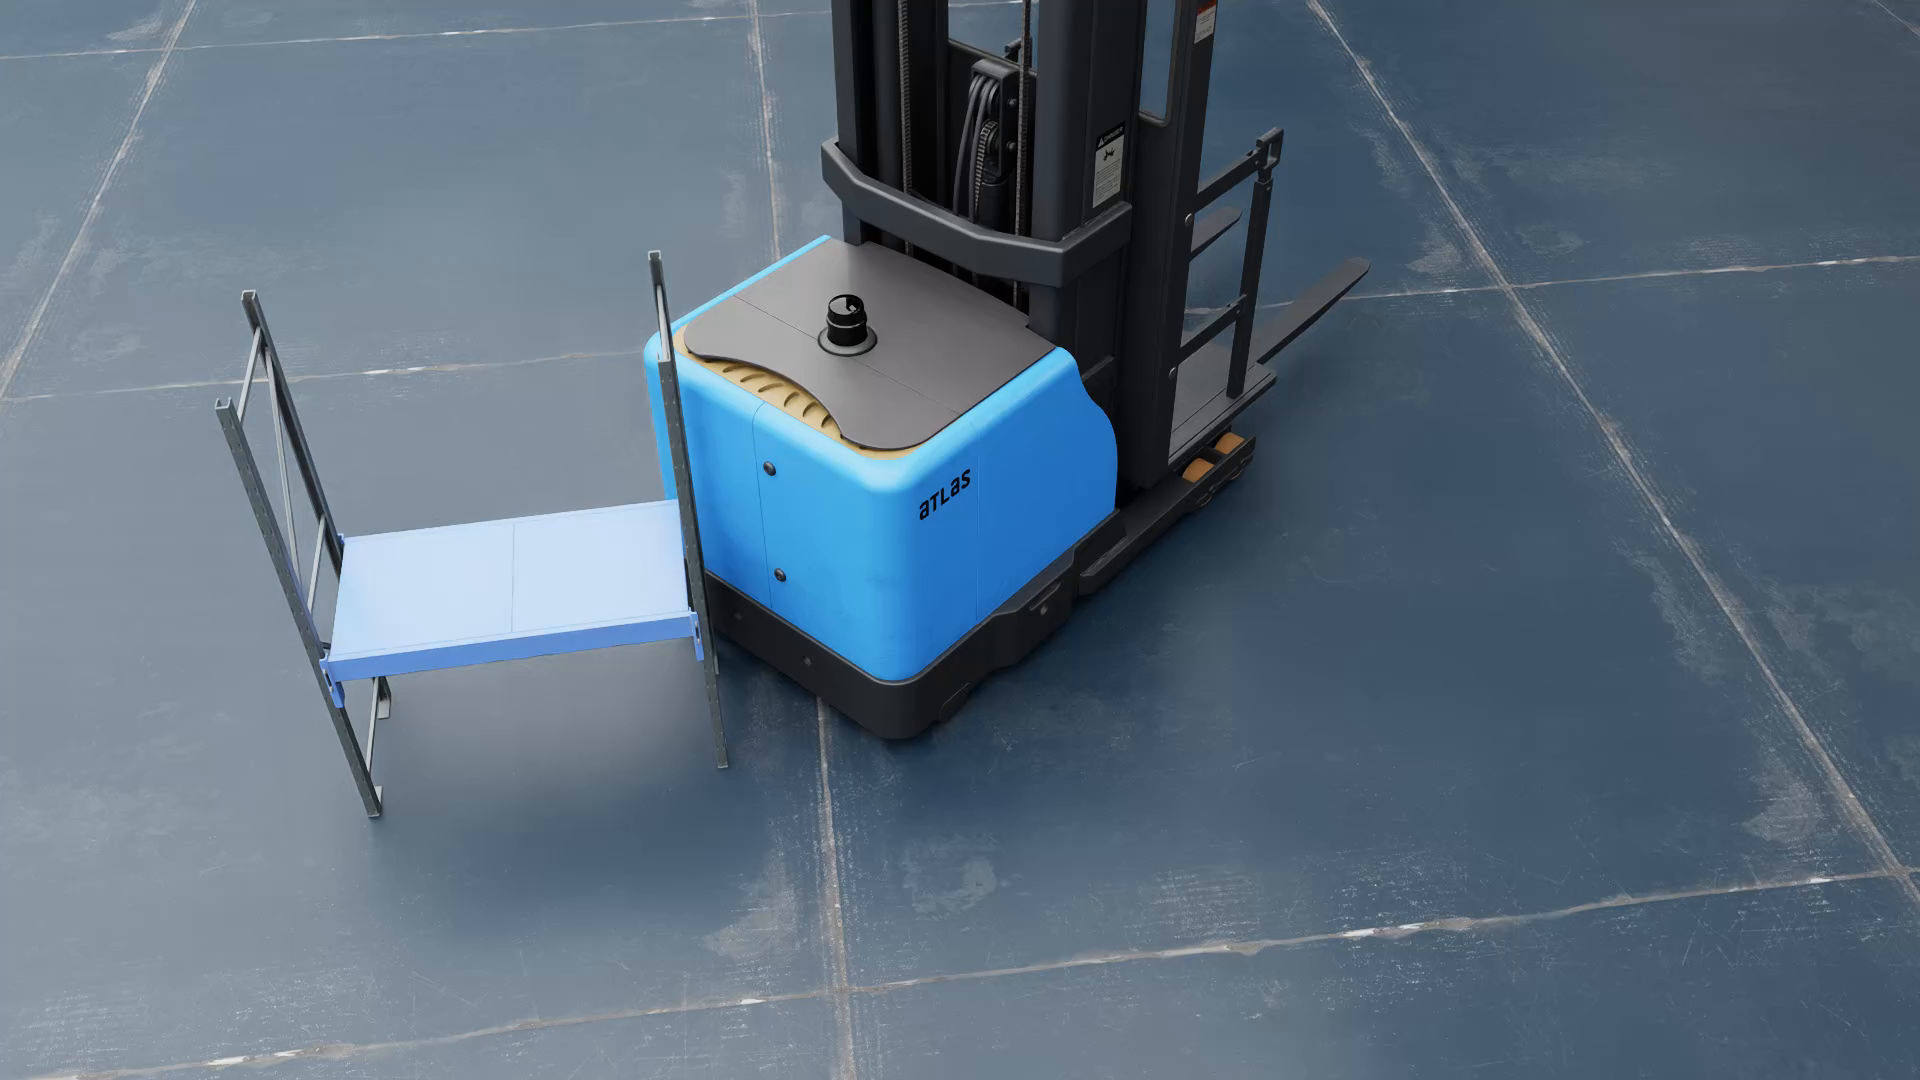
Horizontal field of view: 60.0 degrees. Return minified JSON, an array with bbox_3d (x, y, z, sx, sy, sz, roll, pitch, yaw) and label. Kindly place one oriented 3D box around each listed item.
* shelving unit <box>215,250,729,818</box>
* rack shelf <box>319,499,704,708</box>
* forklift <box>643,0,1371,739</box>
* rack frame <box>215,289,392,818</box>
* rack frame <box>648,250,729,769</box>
[{"bbox_3d":[-1.255,0.026,4.601,1.048,1.500,0.538,-7,43,-8],"label":"shelving unit"},{"bbox_3d":[-1.255,0.160,4.721,1.000,0.185,0.538,-7,43,-8],"label":"rack shelf"},{"bbox_3d":[0.406,-1.407,5.121,1.130,2.935,3.031,30,50,29],"label":"forklift"},{"bbox_3d":[-1.755,0.088,4.533,0.032,1.500,0.500,-7,43,-8],"label":"rack frame"},{"bbox_3d":[-0.755,-0.035,4.669,0.032,1.500,0.500,-7,43,-8],"label":"rack frame"}]
